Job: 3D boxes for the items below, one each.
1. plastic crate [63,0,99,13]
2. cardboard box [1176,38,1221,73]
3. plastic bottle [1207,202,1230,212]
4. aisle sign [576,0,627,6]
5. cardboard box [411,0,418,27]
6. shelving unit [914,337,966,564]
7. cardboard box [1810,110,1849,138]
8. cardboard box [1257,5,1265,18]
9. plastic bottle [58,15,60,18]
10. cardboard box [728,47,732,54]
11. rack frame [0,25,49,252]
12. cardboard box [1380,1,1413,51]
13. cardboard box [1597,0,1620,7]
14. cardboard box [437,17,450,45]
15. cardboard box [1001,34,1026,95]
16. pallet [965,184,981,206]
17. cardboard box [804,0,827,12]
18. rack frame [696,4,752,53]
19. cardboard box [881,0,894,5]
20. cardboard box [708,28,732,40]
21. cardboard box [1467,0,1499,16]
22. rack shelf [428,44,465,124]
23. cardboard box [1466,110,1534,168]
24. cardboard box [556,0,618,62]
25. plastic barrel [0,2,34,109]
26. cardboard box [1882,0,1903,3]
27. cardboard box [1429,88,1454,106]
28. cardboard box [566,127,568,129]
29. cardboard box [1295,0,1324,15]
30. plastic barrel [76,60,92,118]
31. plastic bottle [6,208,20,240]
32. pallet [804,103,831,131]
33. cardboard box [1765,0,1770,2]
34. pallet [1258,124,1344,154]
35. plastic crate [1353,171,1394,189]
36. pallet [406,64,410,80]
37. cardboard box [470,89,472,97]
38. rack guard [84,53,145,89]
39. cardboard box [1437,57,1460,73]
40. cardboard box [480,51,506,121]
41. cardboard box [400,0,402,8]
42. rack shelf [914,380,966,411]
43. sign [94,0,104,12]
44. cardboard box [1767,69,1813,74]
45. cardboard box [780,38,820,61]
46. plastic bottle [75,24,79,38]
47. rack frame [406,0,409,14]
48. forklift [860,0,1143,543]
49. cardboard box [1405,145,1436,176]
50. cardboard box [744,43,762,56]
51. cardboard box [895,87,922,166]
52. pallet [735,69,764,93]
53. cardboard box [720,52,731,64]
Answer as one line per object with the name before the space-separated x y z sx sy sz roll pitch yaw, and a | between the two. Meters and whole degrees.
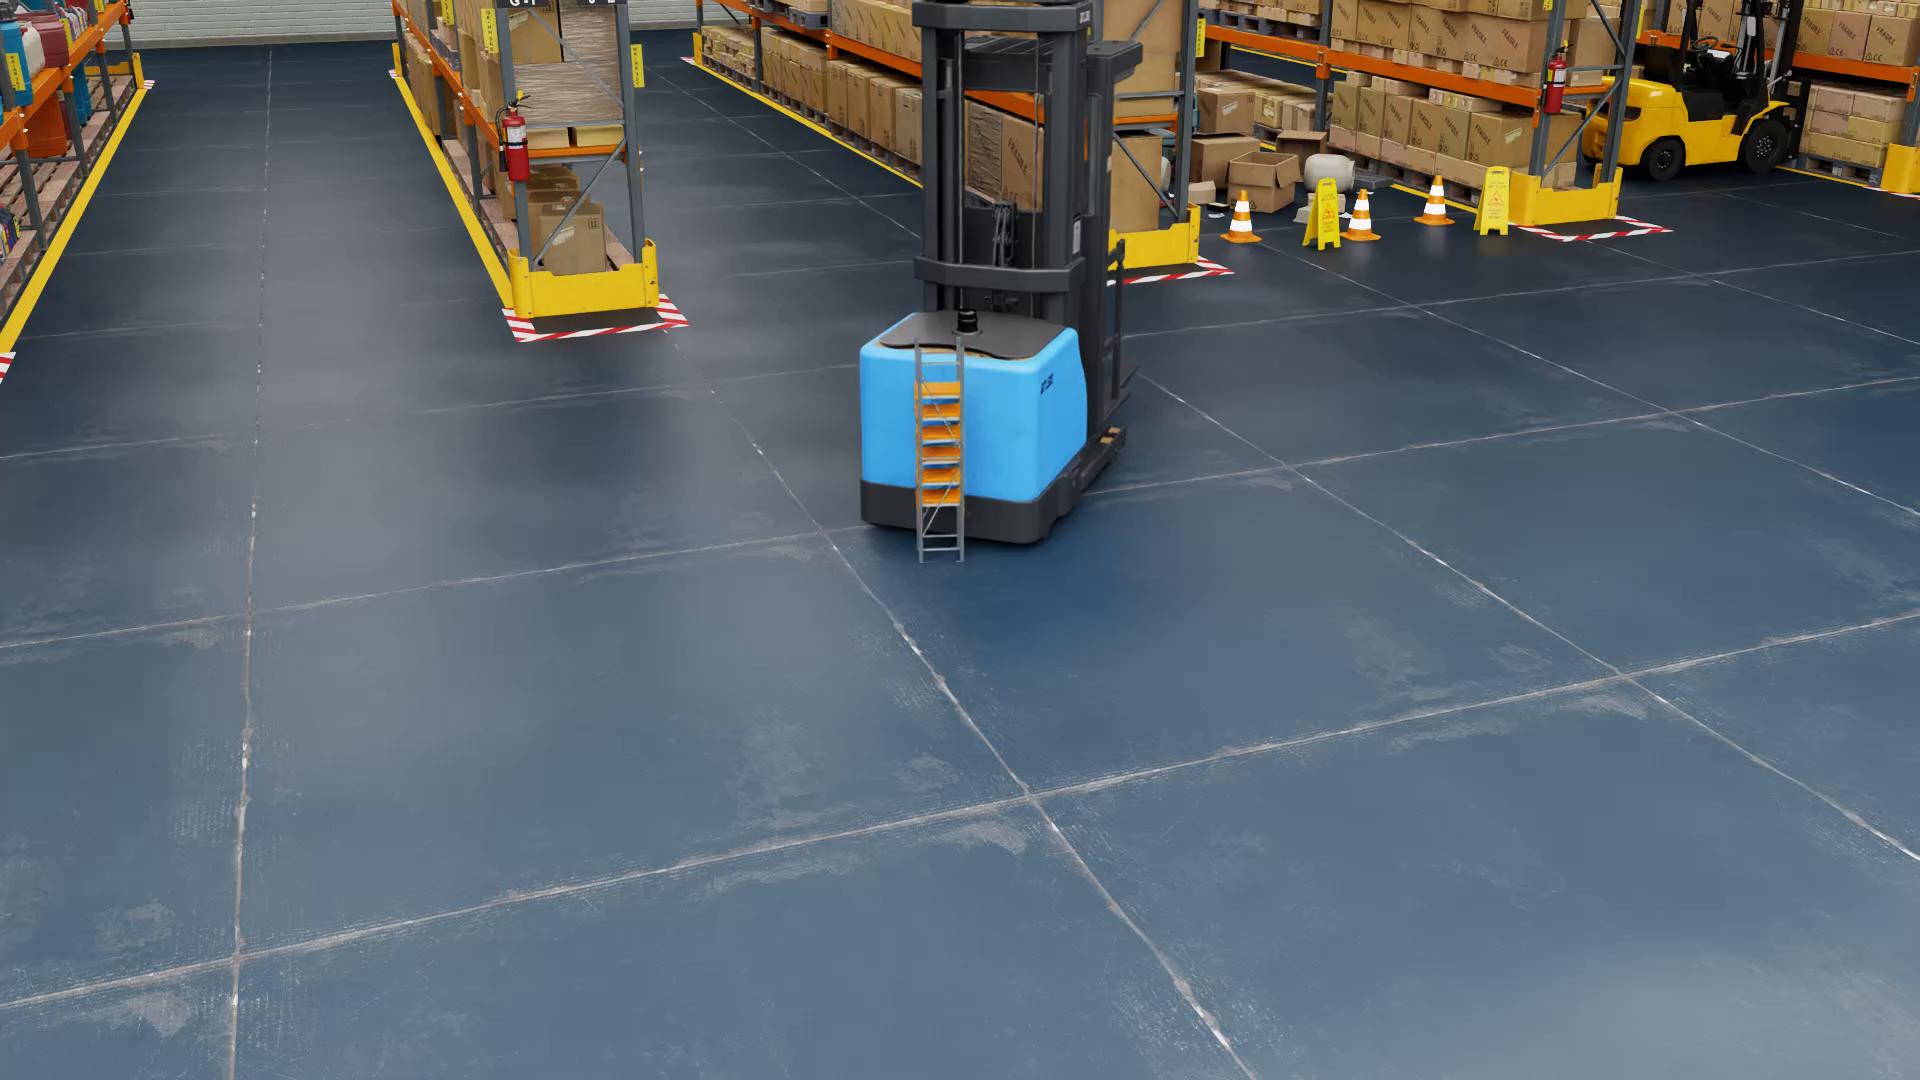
plastic crate | -12.317 -7.526 23.319 0.437 0.282 0.530 -8 24 -19
cardboard box | 3.201 -7.035 24.275 0.875 0.875 0.875 -9 24 -19
plastic bottle | 2.692 -3.504 17.484 0.133 0.061 0.283 -18 29 -37
aisle sign | -2.775 -4.509 12.738 0.394 0.787 0.004 -8 24 -19
cardboard box | -7.033 -7.132 22.181 0.500 0.500 0.500 -9 24 -20
shelving unit | -0.107 -0.464 8.805 0.258 1.200 0.189 -2 23 -5
cardboard box | 10.204 -4.809 19.153 0.500 0.250 0.500 -9 24 -20
cardboard box | 3.993 -6.705 21.078 0.380 0.149 0.250 -8 24 -19
plastic bottle | -11.264 -6.426 20.799 0.097 0.271 0.097 0 23 0
cardboard box | -3.590 -8.072 27.287 0.380 0.149 0.250 -7 24 -16
rack frame | -9.124 -4.066 15.035 1.000 3.000 0.127 -8 24 -19
cardboard box | 5.039 -5.727 18.463 0.500 0.500 0.500 -9 24 -19
cardboard box | 8.822 -7.278 22.205 0.500 0.250 0.500 -9 24 -20
cardboard box | -5.527 -5.683 18.523 0.500 0.250 0.500 -9 24 -20
cardboard box | 0.904 -4.738 16.436 0.875 0.550 0.500 -8 24 -19
pallet | 0.381 -3.817 18.035 1.003 0.211 1.213 -8 24 -19
cardboard box | -1.832 -7.037 21.866 0.380 0.149 0.250 -8 24 -18
rack frame | -4.054 -9.749 28.519 1.000 3.000 0.127 -8 24 -19
cardboard box | -0.535 -6.630 19.701 0.700 0.500 0.500 -9 24 -20
cardboard box | -4.008 -8.474 27.856 0.380 0.149 0.250 -8 24 -19
cardboard box | 5.637 -5.636 16.961 0.700 0.500 0.500 -8 24 -18
rack shelf | -5.197 -5.141 18.511 1.077 0.370 4.000 -8 24 -19
cardboard box | 5.667 -4.179 17.337 0.500 0.500 0.500 -8 24 -19
cardboard box | -3.017 -4.173 13.490 0.500 0.500 0.500 -8 24 -19
plastic barrel | -8.977 -4.479 15.369 0.600 0.901 0.708 -8 24 -19
cardboard box | 10.396 -6.003 18.283 0.380 0.149 0.250 -8 24 -19
cardboard box | 5.297 -4.790 17.951 0.380 0.149 0.250 -7 24 -17
cardboard box | -3.208 -3.587 14.222 0.380 0.149 0.250 -8 24 -19
cardboard box | 4.403 -6.618 20.038 0.500 0.500 0.500 -9 24 -20
plastic barrel | -11.774 -5.999 21.783 0.600 0.901 0.708 -8 24 -19
plastic bottle | -8.646 -2.887 15.169 0.061 0.283 0.133 -7 24 -16
pallet | -1.502 -5.842 22.838 1.003 0.211 1.213 -8 24 -19
cardboard box | 9.715 -6.512 19.873 0.380 0.149 0.250 -9 25 -21
pallet | 4.504 -5.103 21.085 1.003 0.211 1.213 -8 24 -19
plastic crate | 4.568 -4.077 18.820 0.402 0.080 0.583 -18 29 -37
pallet | -8.374 -7.541 26.870 1.003 0.211 1.213 -8 24 -19
cardboard box | -4.506 -4.331 15.986 0.380 0.149 0.250 -8 24 -19
rack guard | -13.384 -7.281 25.881 1.175 0.500 0.348 -8 24 -19
cardboard box | 5.344 -5.098 17.806 0.380 0.149 0.250 -9 24 -20
cardboard box | -3.535 -3.844 13.996 0.875 0.500 0.500 -8 24 -19
cardboard box | -8.095 -7.976 24.636 0.380 0.149 0.250 -8 24 -18
rack shelf | -0.107 -0.755 8.683 0.258 0.103 0.180 -2 23 -5
sign | -11.435 -7.175 22.055 0.100 0.325 0.005 -8 24 -19
cardboard box | 10.137 -5.655 20.517 0.500 0.250 0.500 -8 24 -19
cardboard box | -2.261 -6.999 23.707 0.500 0.250 0.500 -7 24 -17
plastic bottle | -11.087 -6.379 20.778 0.097 0.201 0.097 0 23 0
rack frame | -7.317 -7.652 23.543 1.000 3.000 0.127 -8 24 -19
forklift | 0.419 -1.875 9.926 1.130 2.935 3.031 8 24 18
cardboard box | 5.291 -4.214 18.385 0.500 0.250 0.500 -9 25 -21
cardboard box | -3.137 -7.631 25.857 0.380 0.149 0.250 -8 24 -18
cardboard box | -0.118 -4.759 19.036 1.050 0.750 0.750 -8 24 -19
pallet | -2.911 -7.250 26.180 1.003 0.211 1.213 -8 24 -19
cardboard box | -3.731 -7.932 27.337 0.380 0.149 0.250 -10 25 -22
